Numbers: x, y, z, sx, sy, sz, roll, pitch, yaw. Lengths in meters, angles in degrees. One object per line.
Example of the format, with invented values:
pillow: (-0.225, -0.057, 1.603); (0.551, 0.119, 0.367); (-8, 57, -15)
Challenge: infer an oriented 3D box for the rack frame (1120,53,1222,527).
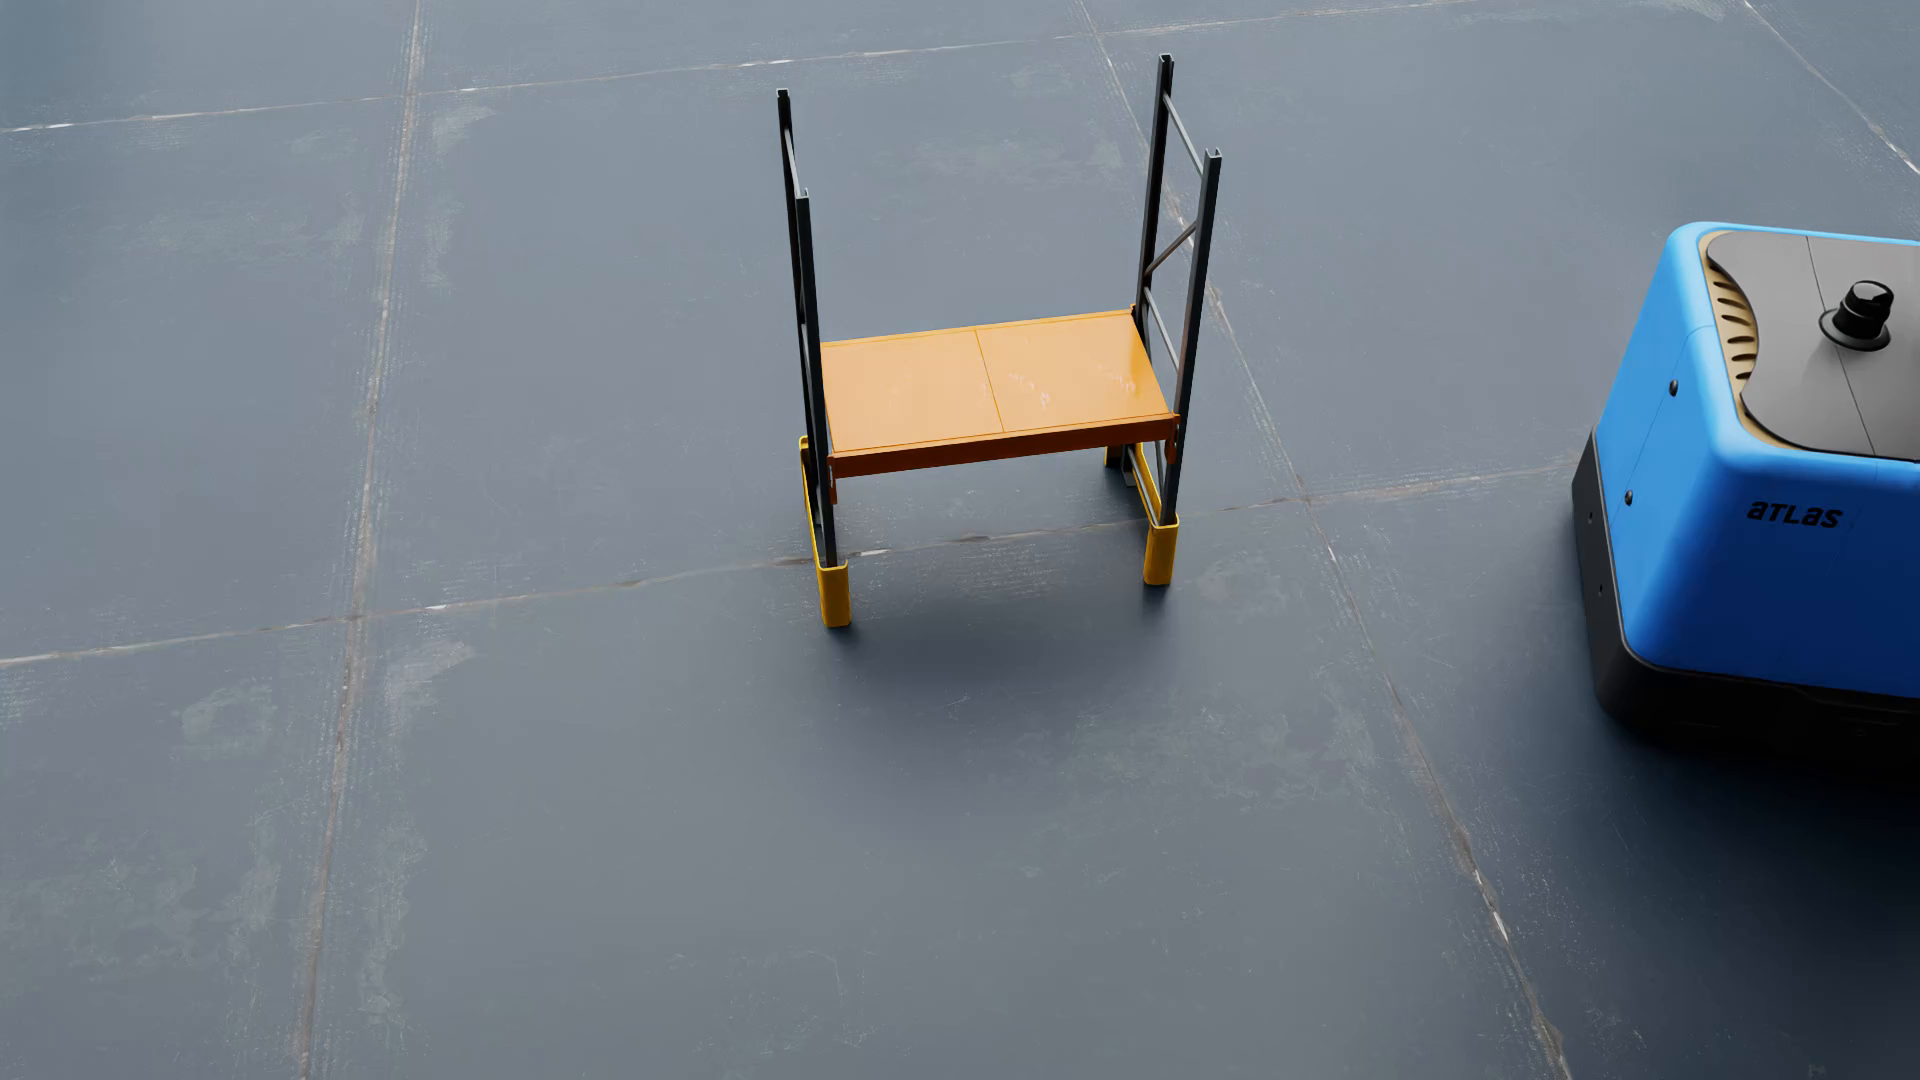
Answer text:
rack frame: (0.585, -0.593, 4.780); (0.032, 1.500, 0.500); (-7, 46, -7)

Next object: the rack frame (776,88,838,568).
rack frame: (-0.417, -0.468, 4.660); (0.032, 1.500, 0.500); (-7, 46, -7)

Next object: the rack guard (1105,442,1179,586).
rack guard: (0.566, -0.157, 5.228); (0.087, 0.250, 0.587); (-7, 46, -7)

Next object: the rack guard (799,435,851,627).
rack guard: (-0.416, -0.035, 5.110); (0.087, 0.250, 0.587); (-7, 46, -7)

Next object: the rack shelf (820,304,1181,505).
rack shelf: (0.084, -0.406, 4.850); (1.000, 0.185, 0.538); (-7, 46, -7)

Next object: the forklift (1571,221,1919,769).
forklift: (3.376, -0.652, 3.843); (3.031, 2.935, 1.130); (7, 46, 7)

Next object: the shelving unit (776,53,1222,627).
shelving unit: (0.075, -0.530, 4.719); (1.083, 1.500, 0.587); (-7, 46, -7)
